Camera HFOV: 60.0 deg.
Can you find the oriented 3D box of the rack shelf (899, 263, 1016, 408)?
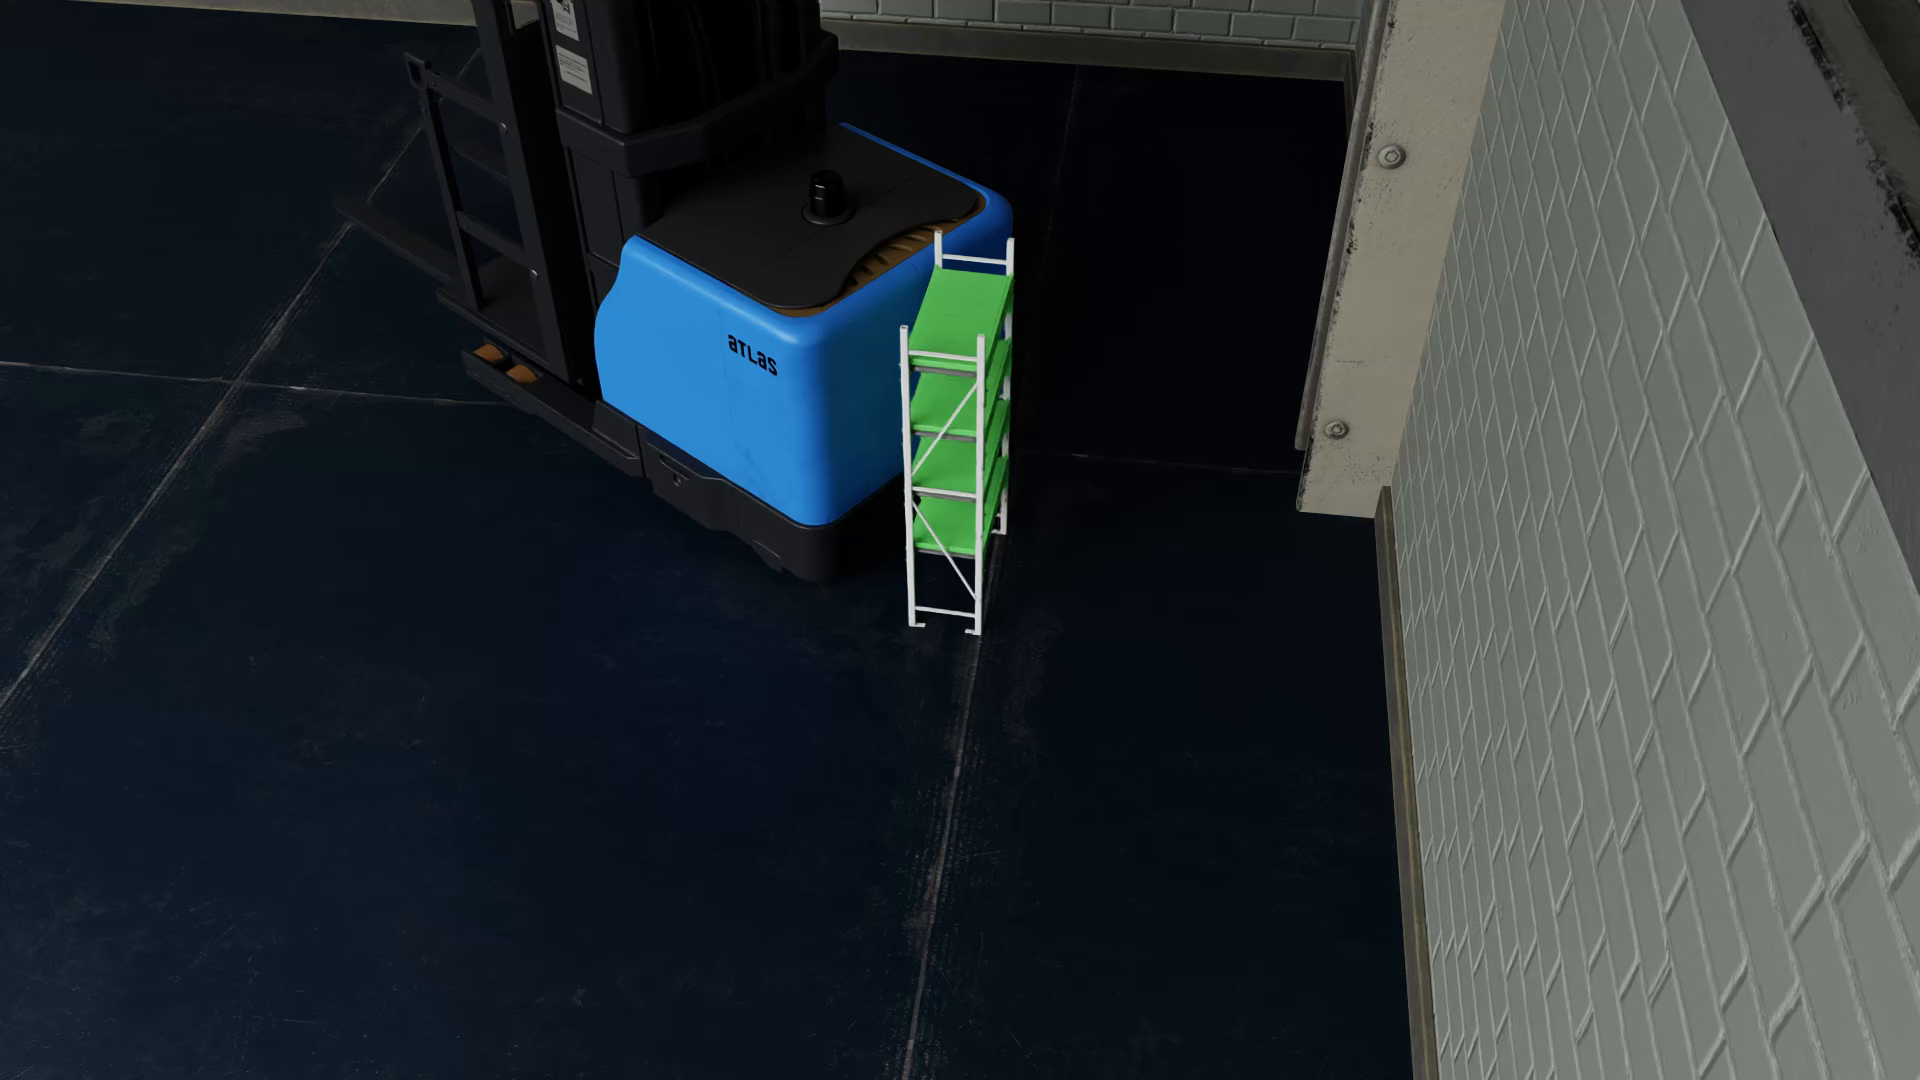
[{"bbox_3d":[-0.002,-0.610,4.917,0.258,0.148,0.480,8,44,8],"label":"rack shelf"}]

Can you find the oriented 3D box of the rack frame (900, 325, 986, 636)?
[{"bbox_3d":[-0.048,-0.144,5.029,0.240,1.200,0.015,8,44,8],"label":"rack frame"}]

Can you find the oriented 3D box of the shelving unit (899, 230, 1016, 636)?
[{"bbox_3d":[-0.002,-0.308,5.203,0.258,1.200,0.503,8,44,8],"label":"shelving unit"}]

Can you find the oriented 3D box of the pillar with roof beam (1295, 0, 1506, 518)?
[{"bbox_3d":[-2.903,-3.882,3.305,9.100,9.000,0.400,5,44,6],"label":"pillar with roof beam"}]

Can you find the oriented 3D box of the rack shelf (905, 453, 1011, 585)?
[{"bbox_3d":[-0.002,-0.088,5.412,0.258,0.148,0.480,8,44,8],"label":"rack shelf"}]

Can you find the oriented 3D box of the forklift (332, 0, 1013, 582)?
[{"bbox_3d":[-1.254,-1.799,5.518,3.031,2.935,1.130,31,51,29],"label":"forklift"}]

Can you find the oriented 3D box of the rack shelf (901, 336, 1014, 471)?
[{"bbox_3d":[-0.002,-0.436,5.082,0.258,0.148,0.480,8,44,8],"label":"rack shelf"}]

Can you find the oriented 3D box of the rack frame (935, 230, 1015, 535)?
[{"bbox_3d":[0.044,-0.473,5.377,0.240,1.200,0.015,8,44,8],"label":"rack frame"}]

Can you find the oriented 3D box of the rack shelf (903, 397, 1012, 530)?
[{"bbox_3d":[-0.002,-0.262,5.247,0.258,0.148,0.480,8,44,8],"label":"rack shelf"}]
